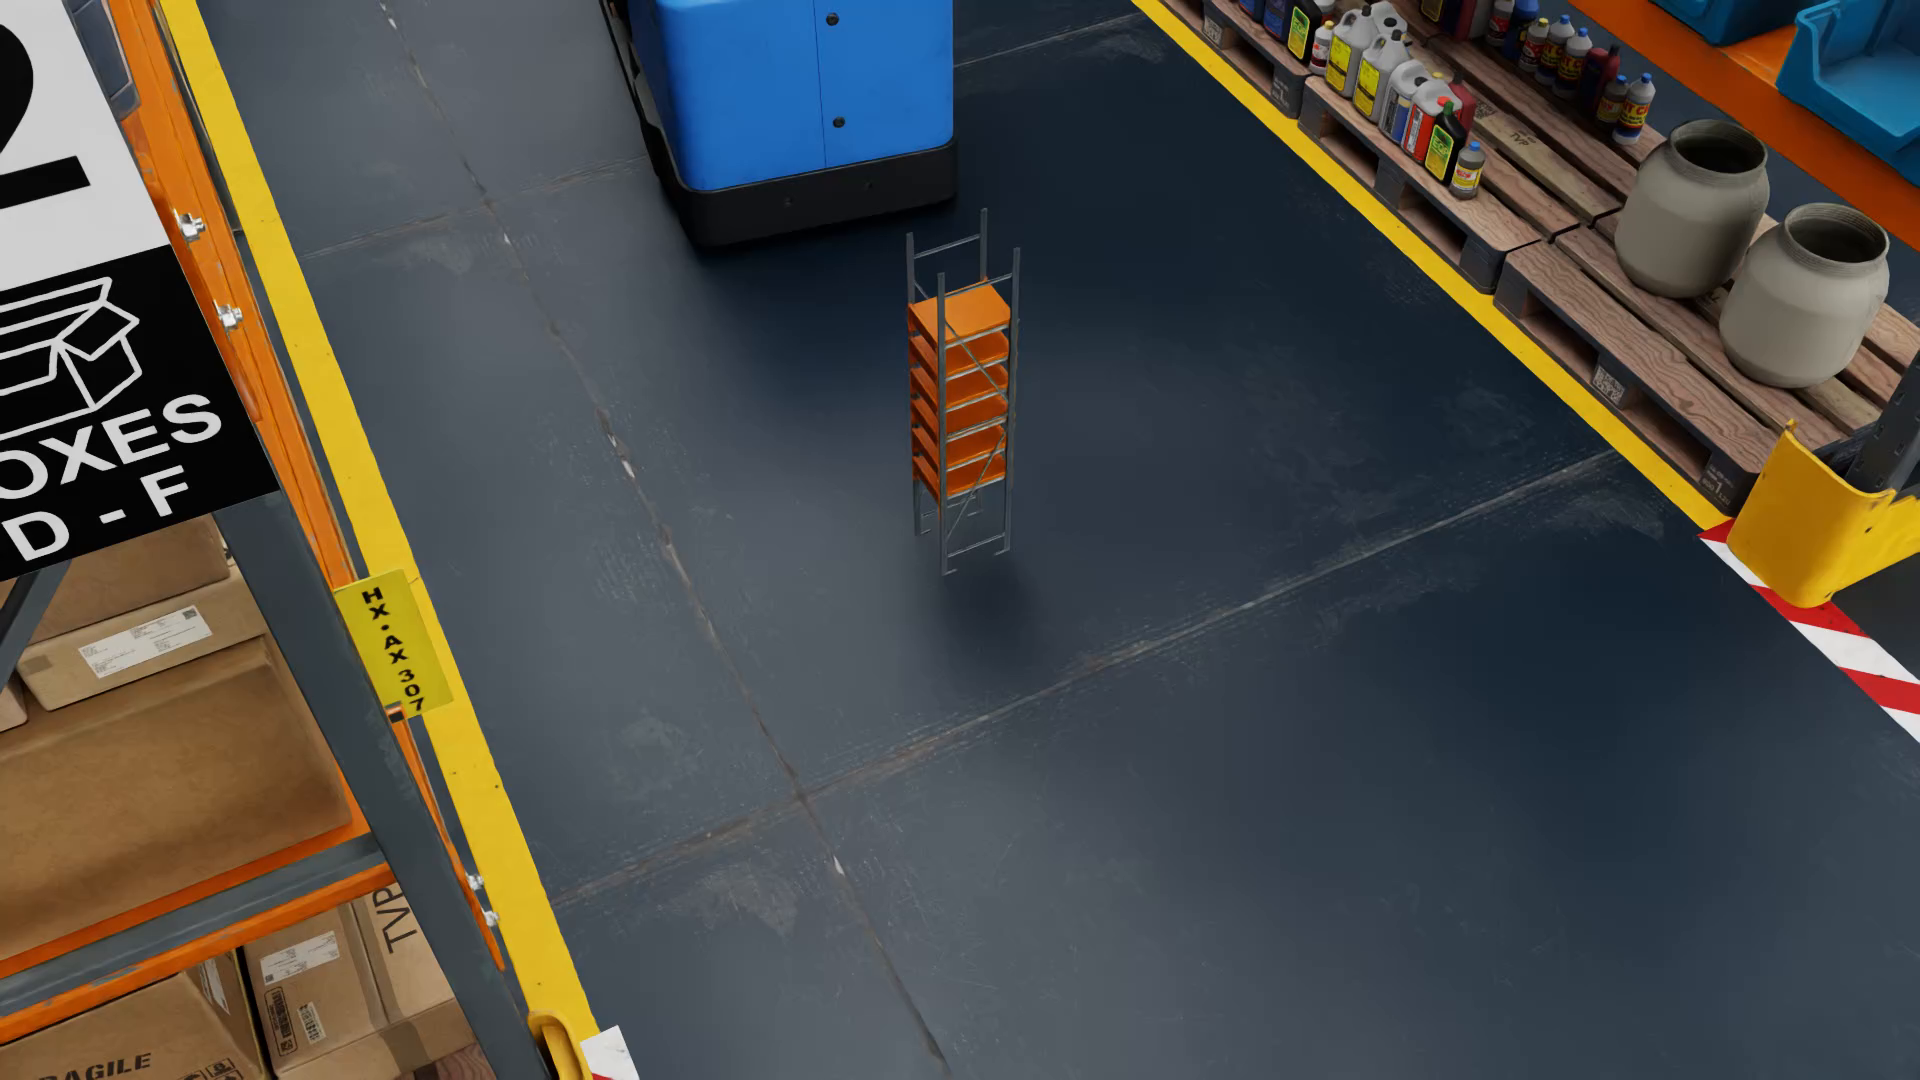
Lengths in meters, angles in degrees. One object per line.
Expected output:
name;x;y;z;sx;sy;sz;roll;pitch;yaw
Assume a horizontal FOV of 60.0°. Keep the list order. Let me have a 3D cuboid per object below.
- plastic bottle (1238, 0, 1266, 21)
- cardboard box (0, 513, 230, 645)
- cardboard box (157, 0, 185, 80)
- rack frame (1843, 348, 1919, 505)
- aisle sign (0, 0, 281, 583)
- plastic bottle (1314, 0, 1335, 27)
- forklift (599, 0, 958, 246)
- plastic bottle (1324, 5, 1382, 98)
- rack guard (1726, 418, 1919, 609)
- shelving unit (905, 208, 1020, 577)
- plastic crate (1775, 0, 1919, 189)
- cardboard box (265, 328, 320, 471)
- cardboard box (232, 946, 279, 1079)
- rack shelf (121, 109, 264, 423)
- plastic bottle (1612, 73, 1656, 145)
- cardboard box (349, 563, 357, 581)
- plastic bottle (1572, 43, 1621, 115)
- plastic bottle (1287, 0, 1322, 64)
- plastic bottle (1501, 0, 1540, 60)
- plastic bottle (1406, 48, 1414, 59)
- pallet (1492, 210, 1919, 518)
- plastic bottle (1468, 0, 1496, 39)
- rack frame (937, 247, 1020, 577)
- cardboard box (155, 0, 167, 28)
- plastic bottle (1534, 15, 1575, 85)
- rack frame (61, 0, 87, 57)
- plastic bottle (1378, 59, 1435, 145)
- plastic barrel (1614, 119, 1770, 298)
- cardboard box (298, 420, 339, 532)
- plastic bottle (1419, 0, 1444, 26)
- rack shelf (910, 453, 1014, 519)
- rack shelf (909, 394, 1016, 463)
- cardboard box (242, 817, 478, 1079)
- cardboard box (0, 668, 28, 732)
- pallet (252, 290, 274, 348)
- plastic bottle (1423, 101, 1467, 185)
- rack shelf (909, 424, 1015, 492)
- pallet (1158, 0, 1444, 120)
plastic bottle;1.237;-2.310;6.745;0.144;0.351;0.185;-20;52;-17
cardboard box;-1.566;-0.152;2.462;0.700;0.500;0.500;-21;52;-17
cardboard box;-3.367;-1.947;6.508;0.500;0.250;0.500;-20;52;-17
rack frame;3.067;-1.043;4.169;1.000;3.000;0.127;-21;52;-18
aisle sign;-1.037;-0.257;1.755;0.394;0.787;0.004;-21;52;-18
plastic bottle;1.424;-2.072;6.589;0.097;0.271;0.097;0;49;0
forklift;-0.942;-3.179;6.083;1.130;2.935;3.031;-14;50;-12
plastic bottle;1.518;-1.899;6.386;0.144;0.351;0.185;-22;52;-18
rack guard;2.990;-0.255;5.141;1.175;0.500;0.348;-21;52;-18
shelving unit;0.007;-0.385;4.790;0.258;1.200;0.189;-21;52;-18
plastic crate;2.572;-1.226;4.428;0.499;0.251;0.616;-21;52;-18
cardboard box;-2.301;-0.347;5.108;0.500;0.250;0.500;-21;52;-18
cardboard box;-1.847;1.170;3.781;0.500;0.250;0.500;-21;52;-18
rack shelf;-2.255;-1.429;2.992;1.077;0.370;4.000;-21;52;-18
plastic bottle;2.514;-1.610;6.186;0.097;0.271;0.097;0;49;0
cardboard box;-1.847;0.324;4.522;0.500;0.250;0.500;-21;52;-18
plastic bottle;2.427;-1.772;6.320;0.061;0.283;0.133;-20;52;-17
plastic bottle;1.362;-2.036;6.551;0.061;0.283;0.133;-19;52;-16
plastic bottle;2.219;-2.042;6.564;0.097;0.271;0.097;0;49;0
plastic bottle;1.690;-1.796;6.395;0.097;0.201;0.097;0;49;0
pallet;2.623;-0.705;5.727;1.003;0.211;1.213;-21;52;-18
plastic bottle;2.094;-2.182;6.683;0.152;0.276;0.135;-20;52;-17
rack frame;0.049;-0.324;4.736;0.240;1.200;0.006;-21;52;-18
cardboard box;-3.362;-2.133;6.298;0.500;0.311;0.500;-22;52;-18
plastic bottle;2.312;-1.907;6.445;0.097;0.271;0.097;0;49;0
rack frame;-1.339;-1.314;0.421;1.000;3.000;0.127;-21;52;-18
plastic bottle;1.682;-1.640;6.209;0.152;0.276;0.135;-23;53;-19
plastic barrel;2.468;-1.112;5.603;0.421;0.512;0.421;0;49;0
cardboard box;-2.071;-0.260;4.534;0.500;0.500;0.500;-21;52;-18
plastic bottle;1.944;-2.242;6.730;0.061;0.283;0.133;-21;52;-18
rack shelf;0.007;-0.198;5.004;0.258;0.103;0.180;-21;52;-18
rack shelf;0.007;-0.356;4.823;0.258;0.103;0.180;-21;52;-18
cardboard box;-1.387;0.992;3.937;0.500;0.250;0.500;-21;52;-18
cardboard box;-1.684;0.224;2.564;0.380;0.149;0.250;-22;52;-18
pallet;-2.843;-0.552;5.592;1.003;0.211;1.213;-21;52;-18
plastic bottle;1.767;-1.444;6.032;0.061;0.283;0.133;-20;52;-17
rack shelf;0.007;-0.277;4.914;0.258;0.103;0.180;-21;52;-18
pallet;1.507;-2.338;7.155;1.003;0.211;1.213;-21;52;-18
